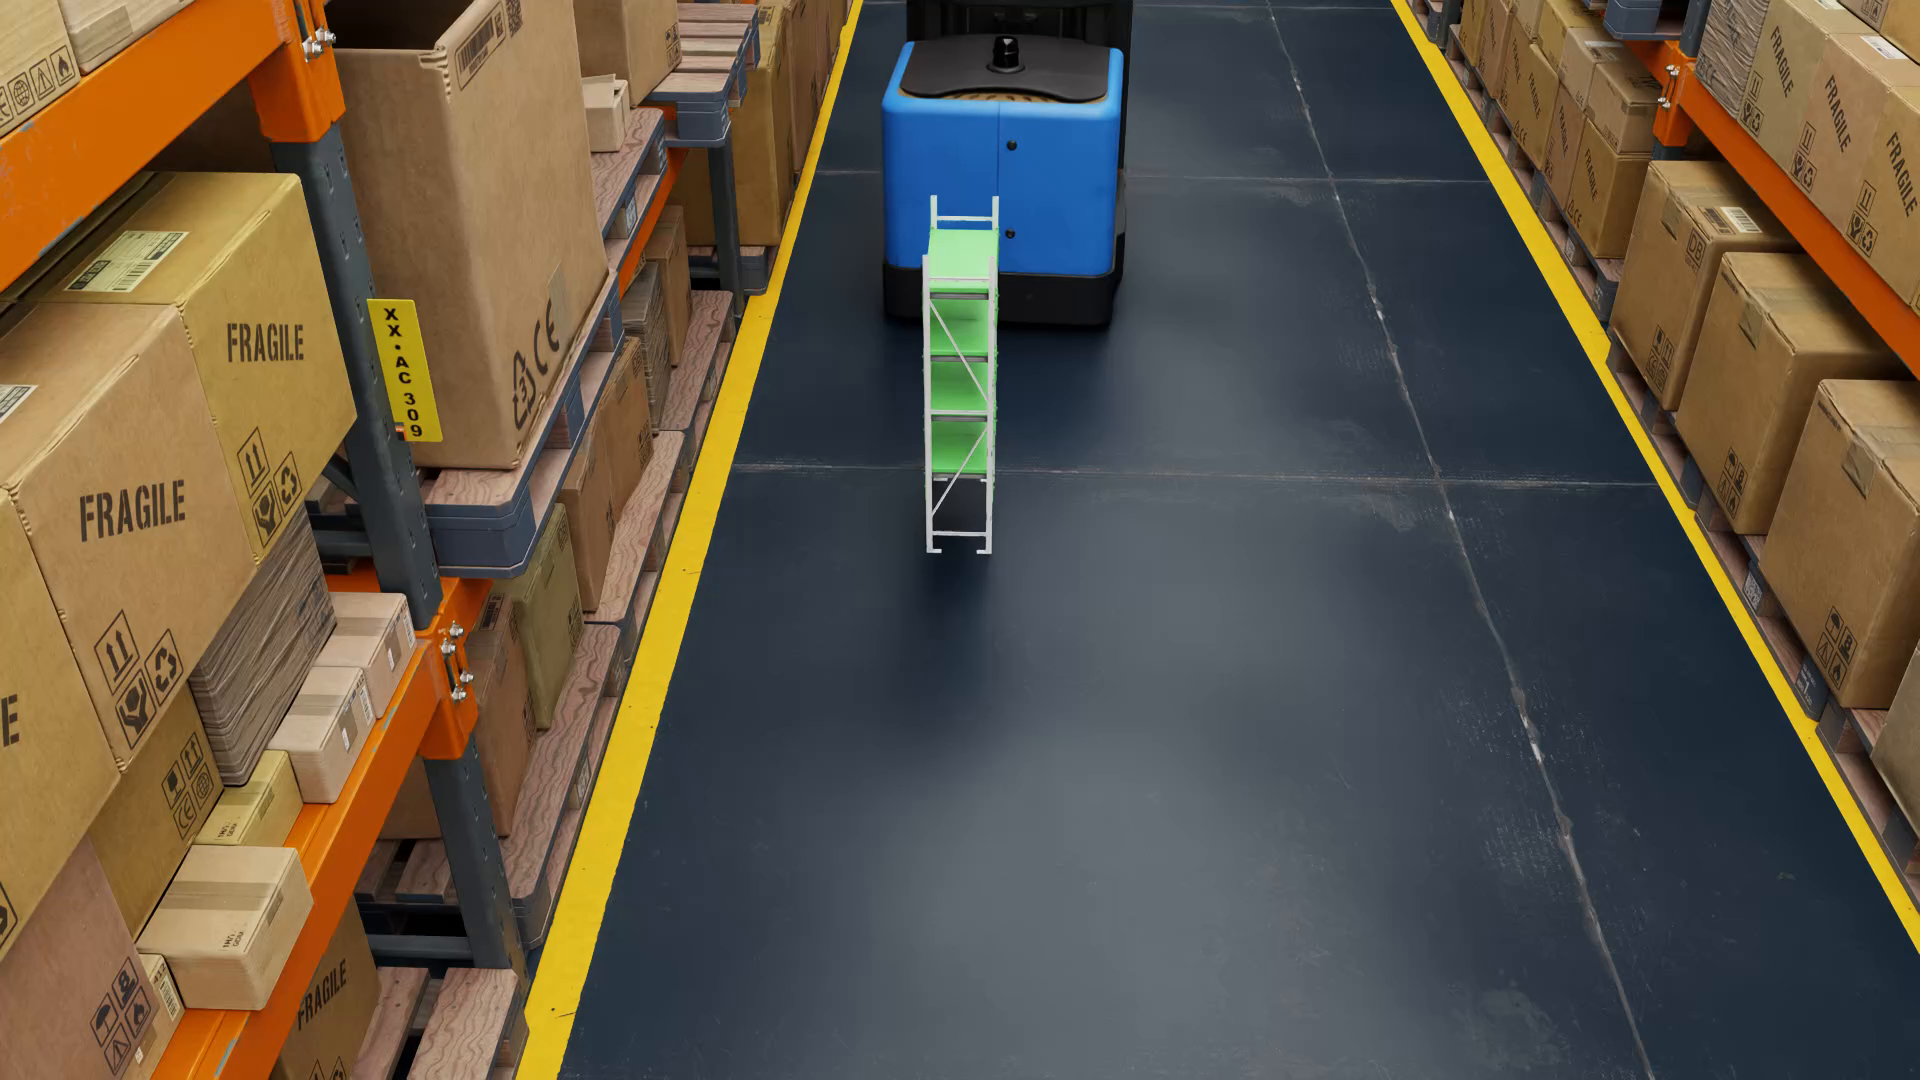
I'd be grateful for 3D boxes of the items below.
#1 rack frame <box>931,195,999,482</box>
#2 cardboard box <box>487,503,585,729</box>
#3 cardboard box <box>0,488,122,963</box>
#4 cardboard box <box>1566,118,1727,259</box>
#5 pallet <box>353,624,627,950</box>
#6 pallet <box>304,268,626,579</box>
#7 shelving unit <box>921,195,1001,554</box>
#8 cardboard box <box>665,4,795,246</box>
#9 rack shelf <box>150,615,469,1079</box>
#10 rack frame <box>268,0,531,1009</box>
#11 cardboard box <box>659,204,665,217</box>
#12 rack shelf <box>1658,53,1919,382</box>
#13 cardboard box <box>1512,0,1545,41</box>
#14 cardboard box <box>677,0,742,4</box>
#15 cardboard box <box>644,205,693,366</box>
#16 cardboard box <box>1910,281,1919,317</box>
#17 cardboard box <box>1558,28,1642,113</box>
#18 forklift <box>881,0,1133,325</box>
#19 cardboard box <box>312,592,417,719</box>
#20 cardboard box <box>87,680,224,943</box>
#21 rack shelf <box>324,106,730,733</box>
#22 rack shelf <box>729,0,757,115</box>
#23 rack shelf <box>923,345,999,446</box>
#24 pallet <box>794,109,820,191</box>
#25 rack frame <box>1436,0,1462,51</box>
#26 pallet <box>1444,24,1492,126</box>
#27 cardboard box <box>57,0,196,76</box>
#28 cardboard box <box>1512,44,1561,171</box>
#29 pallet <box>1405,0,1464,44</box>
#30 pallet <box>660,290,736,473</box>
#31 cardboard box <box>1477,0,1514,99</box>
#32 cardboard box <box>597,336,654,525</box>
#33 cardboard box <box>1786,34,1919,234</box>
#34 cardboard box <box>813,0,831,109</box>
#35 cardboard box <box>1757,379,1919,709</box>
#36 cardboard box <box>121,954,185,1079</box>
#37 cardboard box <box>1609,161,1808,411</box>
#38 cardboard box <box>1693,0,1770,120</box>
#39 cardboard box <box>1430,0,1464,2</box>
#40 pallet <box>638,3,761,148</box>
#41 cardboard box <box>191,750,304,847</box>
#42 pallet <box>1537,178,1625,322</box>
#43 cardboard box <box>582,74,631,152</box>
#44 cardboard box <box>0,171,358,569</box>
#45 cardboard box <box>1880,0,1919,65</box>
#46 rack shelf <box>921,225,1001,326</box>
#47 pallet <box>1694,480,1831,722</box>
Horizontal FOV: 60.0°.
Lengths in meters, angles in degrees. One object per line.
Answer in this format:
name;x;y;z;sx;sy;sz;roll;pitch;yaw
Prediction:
rack frame;0.016;-0.726;6.240;0.240;1.200;0.015;1;35;2
cardboard box;-1.586;0.223;5.116;0.700;0.500;0.500;1;35;2
cardboard box;-1.453;0.274;2.037;0.500;0.500;0.500;1;35;2
cardboard box;3.208;-1.653;7.802;0.500;0.500;0.500;1;35;2
pallet;-1.640;0.700;5.071;1.003;0.211;1.213;1;35;2
pallet;-1.494;-0.351;4.308;1.003;0.211;1.213;1;35;2
shelving unit;0.007;-0.586;6.040;0.258;1.200;0.503;1;35;2
cardboard box;-1.461;-1.991;7.956;1.225;0.875;0.875;0;35;0
rack shelf;-1.750;1.449;2.205;1.077;0.370;4.000;1;35;2
rack frame;-1.670;0.006;3.633;1.000;3.000;0.127;1;35;2
cardboard box;-1.506;-1.371;6.731;0.500;0.250;0.500;3;35;4
rack shelf;3.362;-0.676;5.229;1.077;0.370;4.000;1;35;2
cardboard box;3.266;-2.856;8.862;0.500;0.250;0.500;3;35;4
cardboard box;-1.218;-2.606;7.262;0.500;0.500;0.500;2;35;3
cardboard box;-1.516;-1.064;6.947;0.700;0.500;0.500;0;35;-1
cardboard box;3.077;-0.749;4.620;0.500;0.500;0.500;2;35;2
cardboard box;3.218;-2.265;8.020;0.500;0.250;0.500;2;35;3
forklift;0.310;-3.000;7.970;1.130;2.935;3.031;3;35;5
cardboard box;-1.385;0.239;3.520;0.380;0.149;0.250;1;35;2
cardboard box;-1.805;0.387;2.745;0.875;0.500;0.500;1;35;2
rack shelf;-1.589;-0.849;5.475;1.077;0.370;4.000;1;35;2
rack shelf;-1.429;-3.147;8.745;1.077;0.370;4.000;1;35;2
rack shelf;0.007;-0.534;6.077;0.258;0.148;0.480;1;35;2
pallet;-1.350;-2.302;9.341;1.003;0.211;1.213;1;35;2
rack frame;3.603;-4.418;9.927;1.000;3.000;0.127;1;35;2
pallet;3.574;-2.829;10.092;1.003;0.211;1.213;1;35;2
cardboard box;-1.427;-0.892;2.432;0.500;0.250;0.500;3;35;4
cardboard box;3.238;-2.255;8.659;0.500;0.500;0.500;0;35;0
pallet;3.595;-3.663;11.279;1.003;0.211;1.213;1;35;2
pallet;-1.542;-0.702;7.066;1.003;0.211;1.213;1;35;2
cardboard box;3.289;-2.844;9.497;0.500;0.500;0.500;3;35;4
cardboard box;-1.541;-0.419;6.029;0.700;0.500;0.500;4;35;6
cardboard box;3.117;-1.327;5.442;0.500;0.500;0.500;1;35;2
cardboard box;-1.389;-3.011;9.409;1.225;0.875;0.875;0;35;0
cardboard box;3.260;0.014;5.212;1.050;0.750;0.750;1;35;2
cardboard box;-1.515;0.812;2.705;0.380;0.149;0.250;1;35;2
cardboard box;3.328;-1.023;6.688;1.050;0.750;0.750;1;35;1
cardboard box;3.155;-1.909;6.270;0.500;0.500;0.500;2;35;2
cardboard box;3.279;-3.656;10.958;0.380;0.149;0.250;2;35;2
pallet;-1.431;-1.802;6.372;1.213;0.211;1.003;1;35;2
cardboard box;-1.474;0.525;3.113;0.380;0.149;0.250;1;35;2
pallet;3.476;-1.428;8.098;1.003;0.211;1.213;1;35;2
cardboard box;-1.306;-1.445;5.449;0.396;0.266;0.258;0;35;1
cardboard box;-1.413;-0.301;2.854;0.500;0.500;0.500;1;35;2
cardboard box;3.377;-1.726;5.141;0.700;0.500;0.500;1;35;1
rack shelf;0.007;-0.926;5.801;0.258;0.148;0.480;1;35;2
pallet;3.284;0.172;5.822;1.003;0.211;1.213;1;35;2
